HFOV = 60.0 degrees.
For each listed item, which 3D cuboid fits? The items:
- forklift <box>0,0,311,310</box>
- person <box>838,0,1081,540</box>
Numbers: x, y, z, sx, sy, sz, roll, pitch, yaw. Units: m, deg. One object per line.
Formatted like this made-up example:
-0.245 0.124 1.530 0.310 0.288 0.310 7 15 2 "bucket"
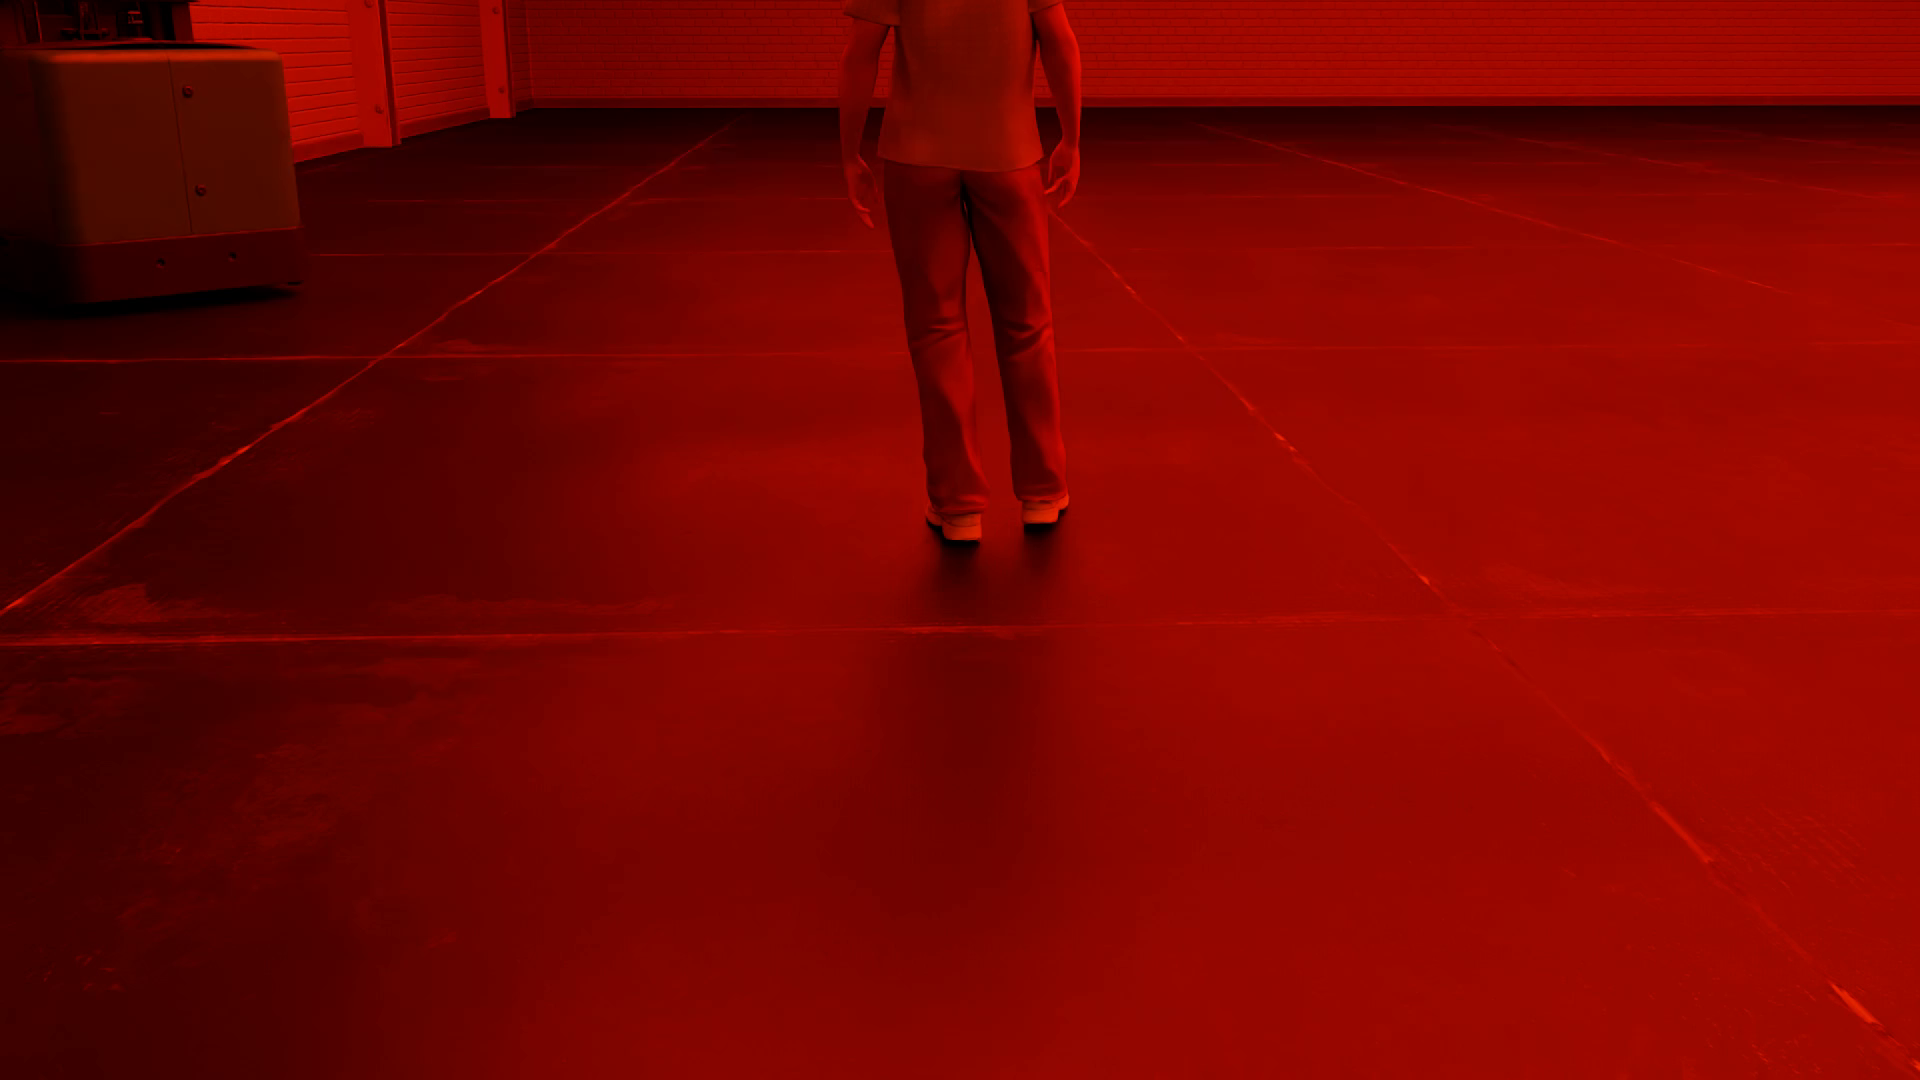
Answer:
-4.336 -2.718 7.791 1.130 2.935 3.031 -16 23 -42 "forklift"
0.008 -0.830 3.742 0.553 1.675 0.549 -1 17 -3 "person"
